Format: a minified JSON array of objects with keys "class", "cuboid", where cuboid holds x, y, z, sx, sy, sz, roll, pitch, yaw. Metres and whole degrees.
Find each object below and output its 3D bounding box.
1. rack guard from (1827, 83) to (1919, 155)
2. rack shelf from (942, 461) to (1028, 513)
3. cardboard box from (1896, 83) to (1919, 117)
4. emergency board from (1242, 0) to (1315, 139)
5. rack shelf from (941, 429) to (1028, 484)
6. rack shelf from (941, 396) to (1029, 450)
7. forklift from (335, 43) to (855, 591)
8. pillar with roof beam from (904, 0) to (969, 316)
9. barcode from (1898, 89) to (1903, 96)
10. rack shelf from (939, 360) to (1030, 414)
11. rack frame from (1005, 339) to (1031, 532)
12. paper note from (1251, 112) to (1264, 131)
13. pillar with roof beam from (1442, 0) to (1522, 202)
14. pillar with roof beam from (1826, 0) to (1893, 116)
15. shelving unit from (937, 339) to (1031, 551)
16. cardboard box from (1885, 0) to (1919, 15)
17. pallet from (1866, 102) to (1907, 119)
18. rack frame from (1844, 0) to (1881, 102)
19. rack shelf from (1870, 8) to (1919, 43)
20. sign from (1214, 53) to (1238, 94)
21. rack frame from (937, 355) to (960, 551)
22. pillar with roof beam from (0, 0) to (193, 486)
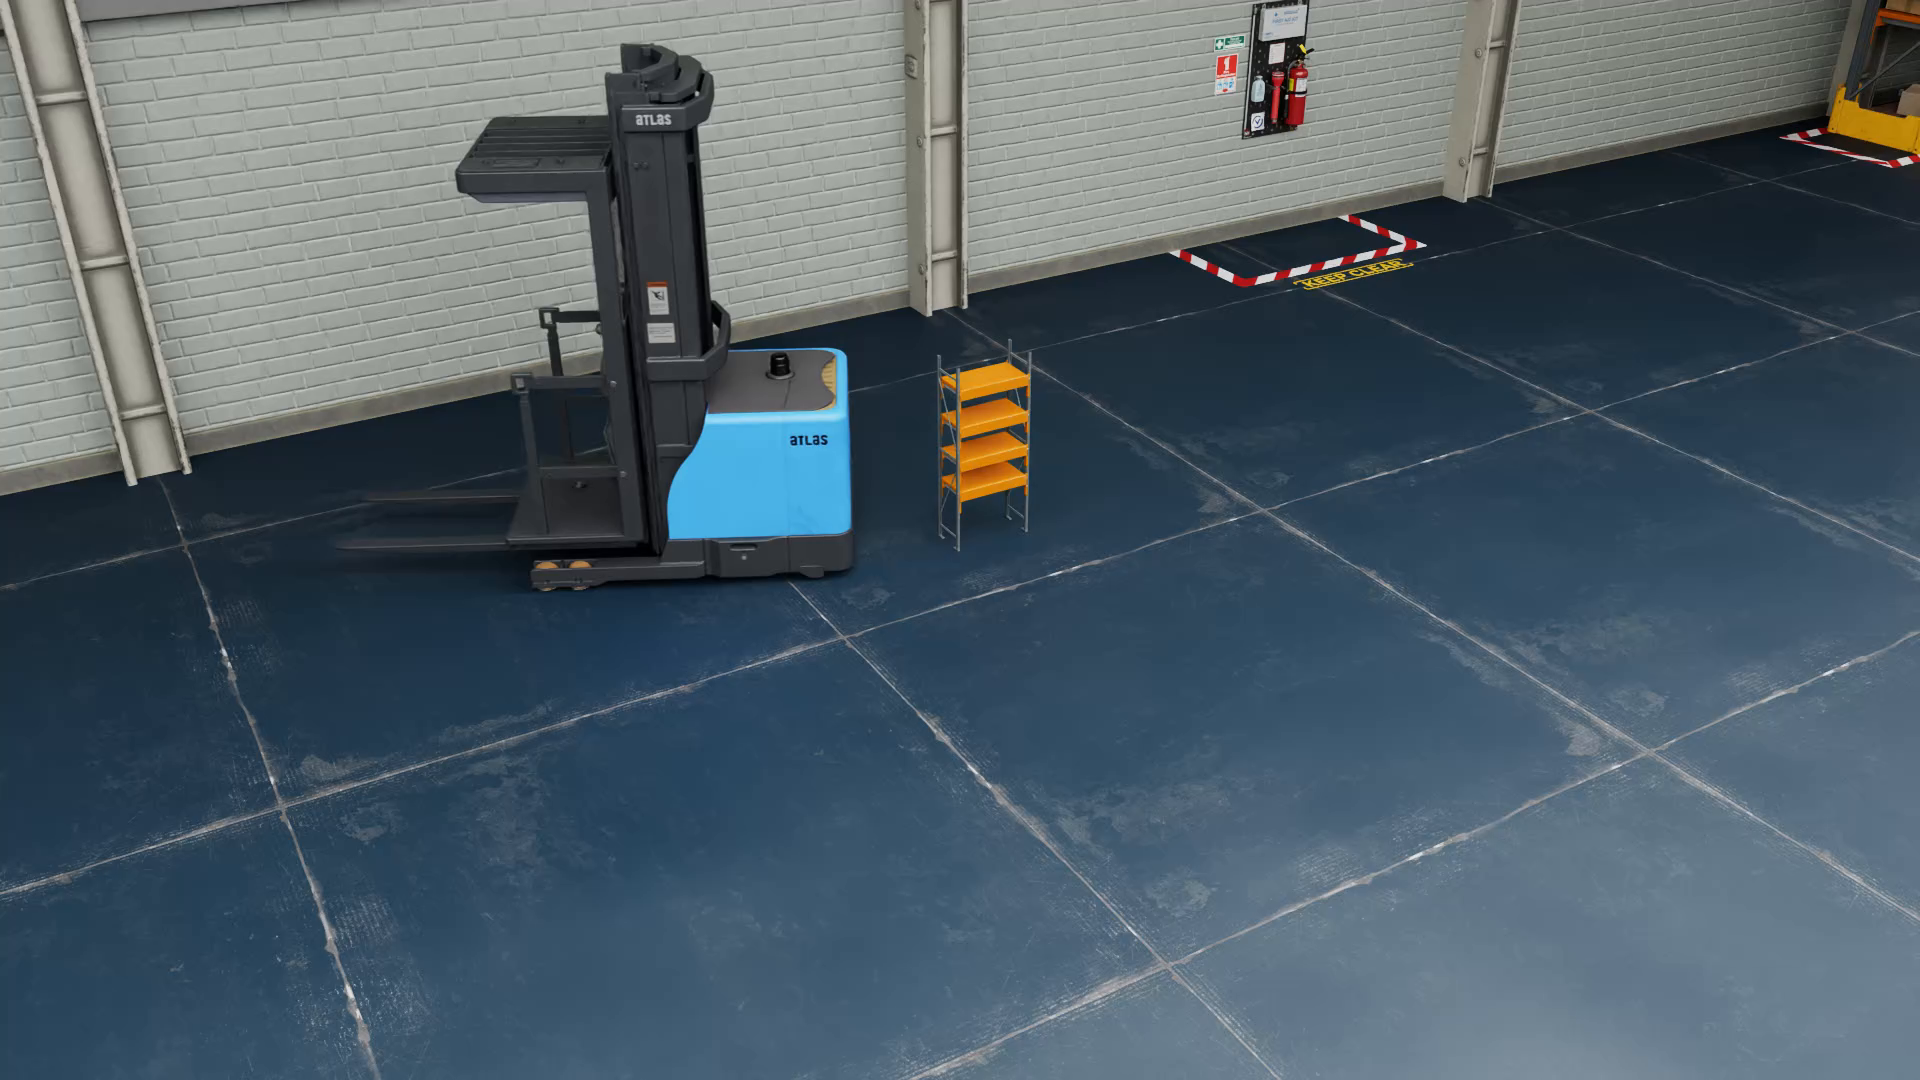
[{"class":"rack guard","cuboid":[10.066,-4.577,18.025,0.348,0.500,1.175,-16,33,-26]},{"class":"rack shelf","cuboid":[0.143,-0.333,10.162,0.480,0.148,0.258,-16,33,-26]},{"class":"cardboard box","cuboid":[10.642,-4.800,18.170,0.500,0.311,0.500,-20,35,-32]},{"class":"emergency board","cuboid":[2.843,-4.126,14.623,0.643,1.169,0.194,-16,33,-26]},{"class":"rack shelf","cuboid":[0.143,-0.507,10.066,0.480,0.148,0.258,-16,33,-26]},{"class":"rack shelf","cuboid":[0.143,-0.703,9.958,0.480,0.148,0.258,-16,33,-26]},{"class":"forklift","cuboid":[-2.163,-1.250,9.481,3.031,2.935,1.130,-2,29,-3]},{"class":"pillar with roof beam","cuboid":[2.001,-4.080,8.329,0.400,9.000,9.100,-16,33,-26]},{"class":"barcode","cuboid":[10.455,-4.975,18.478,0.075,0.075,0.001,-16,33,-26]},{"class":"rack shelf","cuboid":[0.143,-0.910,9.844,0.480,0.148,0.258,-16,33,-26]},{"class":"rack frame","cuboid":[0.353,-0.626,10.142,0.015,1.200,0.240,-16,33,-26]},{"class":"paper note","cuboid":[2.655,-3.726,14.809,0.142,0.148,0.016,-16,33,-26]},{"class":"pillar with roof beam","cuboid":[7.174,-5.549,10.991,0.400,9.000,9.100,-16,33,-26]},{"class":"pillar with roof beam","cuboid":[12.347,-7.017,13.652,0.400,9.000,9.100,-16,33,-26]},{"class":"shelving unit","cuboid":[0.143,-0.566,10.033,0.503,1.200,0.258,-16,33,-26]},{"class":"cardboard box","cuboid":[10.305,-5.791,17.773,0.500,0.250,0.500,-15,32,-26]},{"class":"pallet","cuboid":[10.784,-4.634,18.429,1.213,0.211,1.003,-16,33,-26]},{"class":"rack frame","cuboid":[10.000,-5.652,17.388,0.127,3.000,1.000,-16,33,-26]},{"class":"rack shelf","cuboid":[11.725,-5.827,18.449,4.000,0.370,1.077,-16,33,-26]},{"class":"sign","cuboid":[2.314,-4.050,14.447,0.234,0.329,0.001,-16,33,-26]},{"class":"rack frame","cuboid":[-0.068,-0.506,9.925,0.015,1.200,0.240,-16,33,-26]},{"class":"pillar with roof beam","cuboid":[-3.172,-2.611,5.668,0.400,9.000,9.100,-16,33,-26]}]
